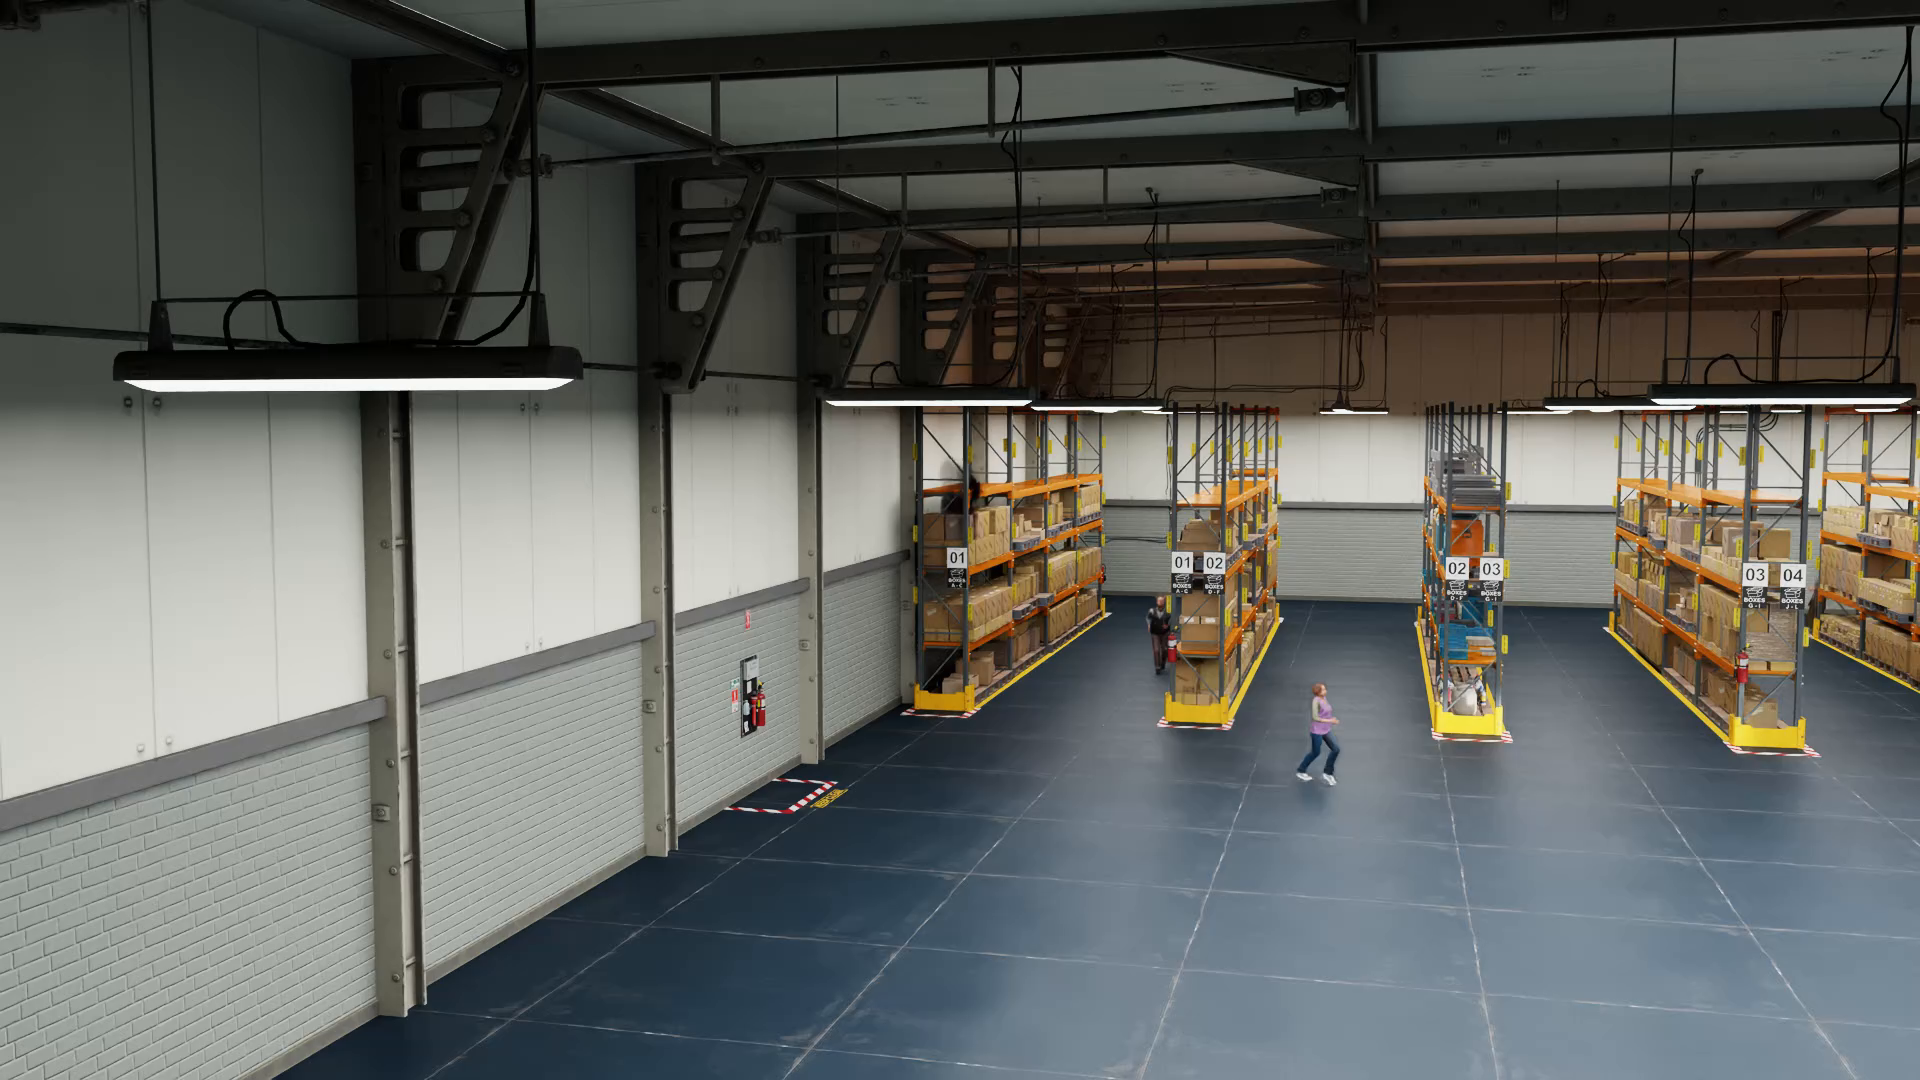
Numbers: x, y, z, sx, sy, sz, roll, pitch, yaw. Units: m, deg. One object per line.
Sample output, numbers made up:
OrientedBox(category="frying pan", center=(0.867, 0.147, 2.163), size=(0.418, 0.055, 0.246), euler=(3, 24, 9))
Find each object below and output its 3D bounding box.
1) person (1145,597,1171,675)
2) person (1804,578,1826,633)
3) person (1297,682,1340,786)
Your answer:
OrientedBox(category="person", center=(4.478, 2.121, 37.167), size=(0.676, 1.710, 0.802), euler=(1, 4, 7))
OrientedBox(category="person", center=(22.771, 1.633, 44.089), size=(0.967, 1.676, 0.752), euler=(1, 4, 8))
OrientedBox(category="person", center=(5.608, 3.021, 25.943), size=(0.702, 1.619, 0.542), euler=(3, 5, 39))
